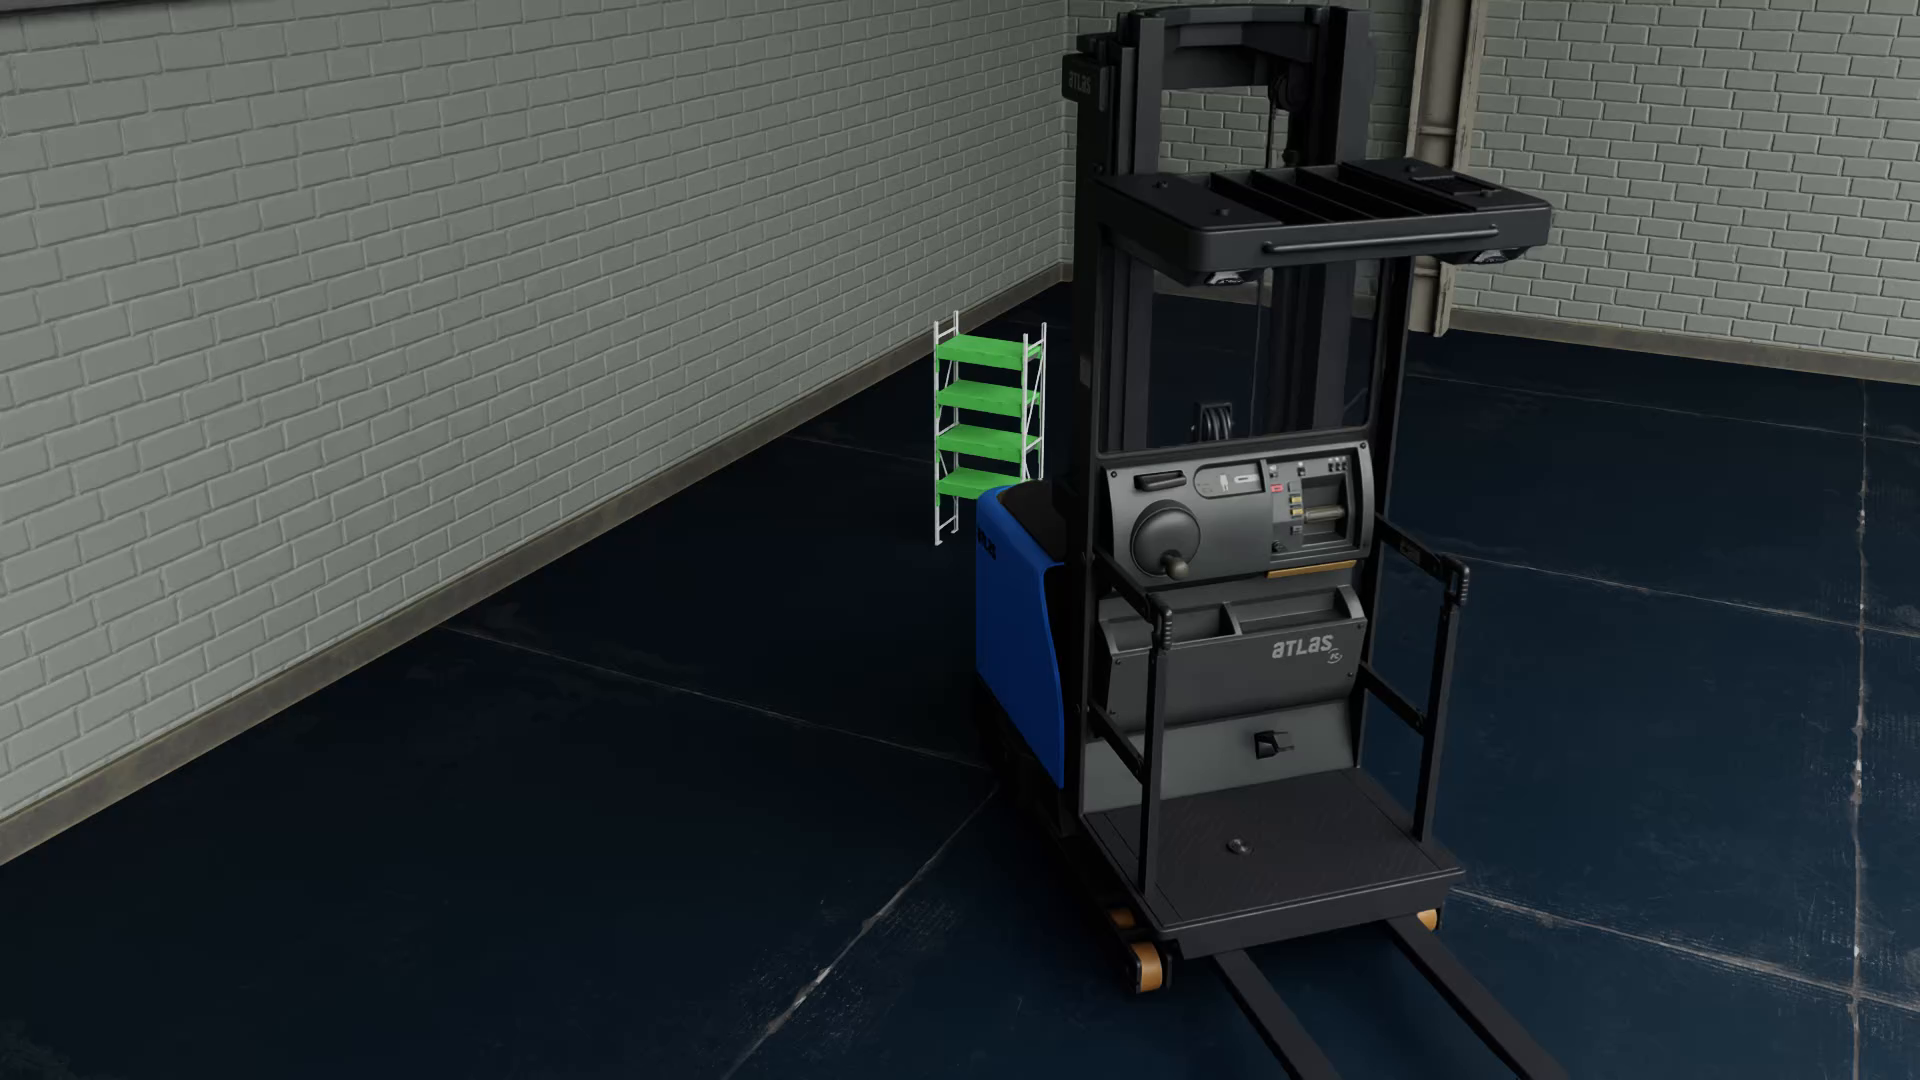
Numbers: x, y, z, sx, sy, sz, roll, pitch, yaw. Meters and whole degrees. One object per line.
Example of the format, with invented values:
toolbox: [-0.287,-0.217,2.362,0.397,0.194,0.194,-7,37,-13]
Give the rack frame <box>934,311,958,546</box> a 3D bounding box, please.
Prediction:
rack frame: [-0.070,-0.566,8.548,0.015,1.200,0.240,11,25,25]

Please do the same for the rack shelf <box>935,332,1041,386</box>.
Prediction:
rack shelf: [0.148,-0.906,8.284,0.480,0.148,0.258,11,25,25]

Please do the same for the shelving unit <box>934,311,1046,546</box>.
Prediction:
shelving unit: [0.148,-0.523,8.446,0.503,1.200,0.258,11,25,25]

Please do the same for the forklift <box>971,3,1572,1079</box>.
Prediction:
forklift: [0.976,-0.072,5.174,1.130,2.935,3.031,-7,24,-16]

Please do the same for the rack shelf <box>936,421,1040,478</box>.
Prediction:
rack shelf: [0.148,-0.464,8.471,0.480,0.148,0.258,11,25,25]

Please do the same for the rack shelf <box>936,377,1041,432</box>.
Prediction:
rack shelf: [0.148,-0.685,8.378,0.480,0.148,0.258,11,25,25]

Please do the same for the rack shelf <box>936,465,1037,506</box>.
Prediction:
rack shelf: [0.148,-0.243,8.565,0.480,0.148,0.258,11,25,25]

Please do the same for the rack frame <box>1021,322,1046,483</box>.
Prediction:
rack frame: [0.365,-0.480,8.345,0.015,1.200,0.240,11,25,25]

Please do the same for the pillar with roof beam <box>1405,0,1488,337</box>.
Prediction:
pillar with roof beam: [1.493,-4.221,7.176,0.400,9.000,9.100,11,25,25]
